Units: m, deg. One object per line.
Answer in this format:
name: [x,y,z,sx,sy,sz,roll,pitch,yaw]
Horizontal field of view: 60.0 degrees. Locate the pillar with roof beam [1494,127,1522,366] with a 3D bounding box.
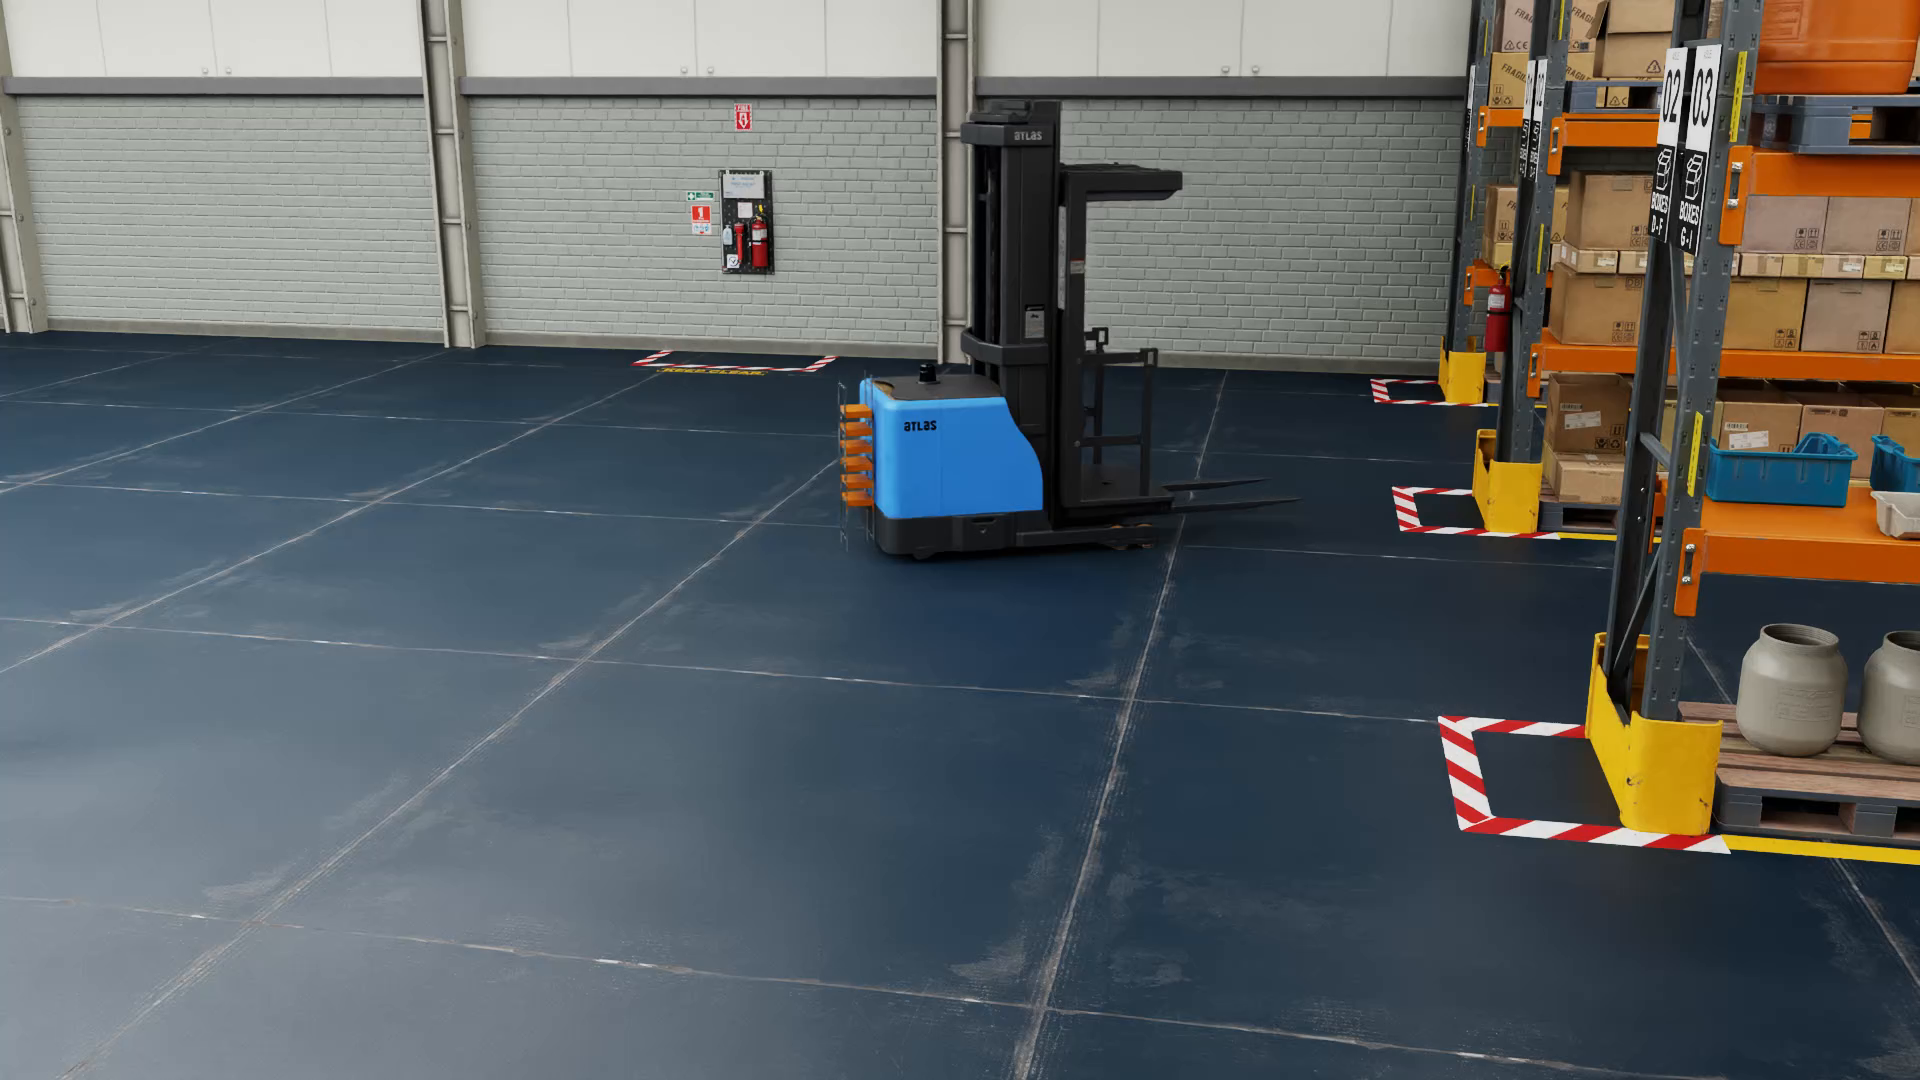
pillar with roof beam: [4.996,-4.895,12.308,0.400,9.000,9.100,3,16,11]

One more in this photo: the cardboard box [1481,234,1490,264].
cardboard box: [5.492,-2.905,16.603,0.500,0.250,0.500,3,16,12]

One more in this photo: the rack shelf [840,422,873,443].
rack shelf: [-0.696,-0.720,11.112,0.180,0.103,0.258,-4,16,-14]

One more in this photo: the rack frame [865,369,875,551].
rack frame: [-0.607,-0.538,11.185,0.006,1.200,0.240,-4,16,-14]

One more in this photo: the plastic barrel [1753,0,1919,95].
plastic barrel: [3.523,-2.212,6.649,0.708,0.830,0.600,3,16,11]

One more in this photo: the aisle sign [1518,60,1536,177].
aisle sign: [4.006,-2.979,11.756,0.004,0.787,0.394,3,16,11]

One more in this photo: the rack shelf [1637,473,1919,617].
rack shelf: [4.981,0.103,6.848,4.000,0.370,1.077,3,16,11]

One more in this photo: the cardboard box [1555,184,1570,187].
cardboard box: [5.991,-3.241,16.413,0.500,0.500,0.500,3,16,12]

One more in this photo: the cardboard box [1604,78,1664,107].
cardboard box: [6.302,-4.297,15.542,0.500,0.500,0.500,4,16,14]

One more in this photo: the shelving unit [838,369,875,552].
shelving unit: [-0.696,-0.532,11.164,0.189,1.200,0.258,-4,16,-14]

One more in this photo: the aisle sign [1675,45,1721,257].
aisle sign: [2.892,-1.530,6.526,0.004,0.787,0.394,3,16,11]

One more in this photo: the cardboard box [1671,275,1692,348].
cardboard box: [4.982,-1.639,11.602,0.500,0.500,0.700,4,16,13]

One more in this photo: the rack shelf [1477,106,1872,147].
rack shelf: [6.955,-3.934,15.803,4.000,0.370,1.077,3,16,11]

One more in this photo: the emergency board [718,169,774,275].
emergency board: [-2.440,-3.591,18.837,0.643,1.169,0.194,3,16,11]

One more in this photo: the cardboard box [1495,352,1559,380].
cardboard box: [5.655,-1.797,16.574,0.500,0.311,0.500,1,16,5]

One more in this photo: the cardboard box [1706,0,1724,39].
cardboard box: [6.977,-4.885,15.792,0.500,0.500,0.500,3,16,11]

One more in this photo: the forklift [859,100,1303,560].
forklift: [0.865,-1.476,11.329,3.031,2.935,1.130,-4,16,-14]

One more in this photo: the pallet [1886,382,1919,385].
pallet: [9.678,-1.344,15.948,1.213,0.211,1.003,3,16,11]

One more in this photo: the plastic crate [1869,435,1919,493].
plastic crate: [4.206,-0.294,7.212,0.408,0.251,0.499,3,16,11]

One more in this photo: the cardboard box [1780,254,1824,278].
cardboard box: [5.616,-1.861,11.189,0.250,0.149,0.380,3,16,10]

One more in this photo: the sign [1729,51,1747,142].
sign: [2.907,-1.656,6.216,0.005,0.325,0.100,3,16,11]

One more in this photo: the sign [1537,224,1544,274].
sign: [3.895,-1.956,11.164,0.005,0.325,0.100,3,16,11]

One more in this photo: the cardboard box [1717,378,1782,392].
cardboard box: [5.580,-0.884,12.024,0.500,0.500,0.500,3,16,11]

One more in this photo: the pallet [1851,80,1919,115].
pallet: [5.899,-2.940,11.032,1.213,0.211,1.003,3,16,11]

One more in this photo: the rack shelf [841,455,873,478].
rack shelf: [-0.696,-0.489,11.176,0.180,0.103,0.258,-4,16,-14]

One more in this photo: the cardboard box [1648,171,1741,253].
cardboard box: [5.035,-2.261,11.419,0.500,0.500,0.700,3,16,10]

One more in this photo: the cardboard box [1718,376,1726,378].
cardboard box: [7.352,-1.657,16.372,0.250,0.149,0.380,2,16,7]

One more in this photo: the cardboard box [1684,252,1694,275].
cardboard box: [4.857,-1.902,11.337,0.250,0.149,0.380,3,16,11]

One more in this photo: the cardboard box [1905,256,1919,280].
cardboard box: [6.379,-1.820,11.040,0.250,0.149,0.380,4,16,13]

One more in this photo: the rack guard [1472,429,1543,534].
rack guard: [3.988,-0.442,12.151,0.348,0.500,1.175,3,16,11]

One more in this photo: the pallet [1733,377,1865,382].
pallet: [8.250,-1.411,16.192,1.213,0.211,1.003,3,16,11]

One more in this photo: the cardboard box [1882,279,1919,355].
cardboard box: [6.487,-1.557,11.306,0.500,0.500,0.700,3,16,12]

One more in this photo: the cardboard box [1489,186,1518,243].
cardboard box: [5.403,-3.136,16.034,0.500,0.500,0.500,3,16,11]

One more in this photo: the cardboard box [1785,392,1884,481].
cardboard box: [5.962,-0.717,11.420,0.500,0.500,0.500,3,16,11]

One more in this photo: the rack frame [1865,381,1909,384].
rack frame: [8.915,-2.729,15.724,0.127,3.000,1.000,3,16,11]

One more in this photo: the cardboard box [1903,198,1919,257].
cardboard box: [6.510,-2.181,11.130,0.500,0.500,0.700,3,16,11]

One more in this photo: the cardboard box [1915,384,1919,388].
cardboard box: [7.048,-0.802,11.729,0.500,0.500,0.500,3,16,11]

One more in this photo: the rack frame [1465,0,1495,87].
rack frame: [4.995,-5.833,15.691,0.127,3.000,1.000,3,16,11]

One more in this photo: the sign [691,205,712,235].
sign: [-2.961,-3.665,19.036,0.234,0.329,0.001,3,16,11]

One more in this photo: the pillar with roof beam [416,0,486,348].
pillar with roof beam: [-6.763,-5.534,14.612,0.400,9.000,9.100,3,16,11]

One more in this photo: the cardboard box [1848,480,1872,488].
cardboard box: [5.963,-0.356,11.521,0.500,0.250,0.500,3,16,11]
